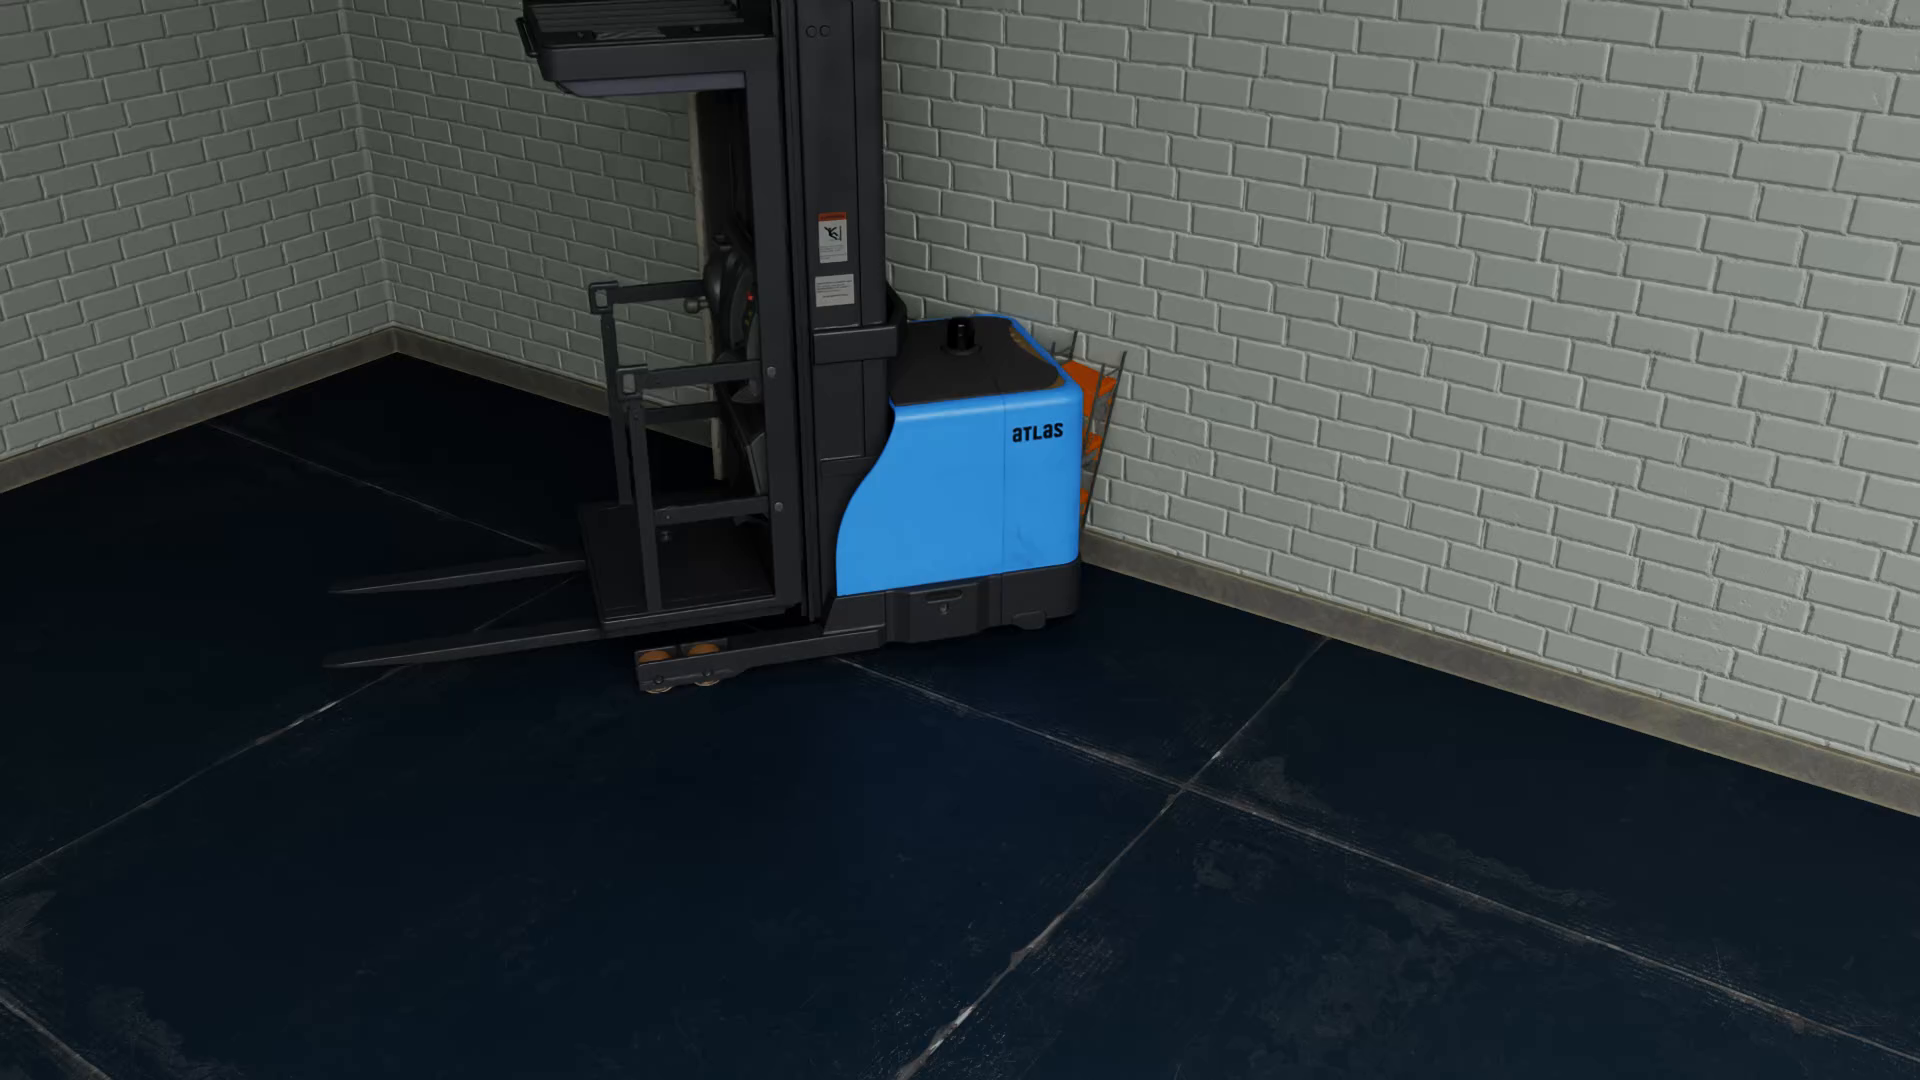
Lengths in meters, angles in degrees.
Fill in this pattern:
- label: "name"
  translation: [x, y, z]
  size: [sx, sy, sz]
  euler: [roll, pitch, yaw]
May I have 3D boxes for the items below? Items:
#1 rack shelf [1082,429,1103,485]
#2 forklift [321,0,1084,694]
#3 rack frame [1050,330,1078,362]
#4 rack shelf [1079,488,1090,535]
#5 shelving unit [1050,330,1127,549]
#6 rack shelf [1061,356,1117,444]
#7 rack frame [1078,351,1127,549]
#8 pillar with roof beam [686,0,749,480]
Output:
- label: "rack shelf"
  translation: [0.458, -0.362, 7.274]
  size: [0.240, 0.259, 0.215]
  euler: [27, 34, 24]
- label: "forklift"
  translation: [-1.068, -0.968, 6.421]
  size: [3.031, 2.935, 1.130]
  euler: [-8, 28, -15]
- label: "rack frame"
  translation: [0.361, -0.421, 7.318]
  size: [0.008, 1.050, 0.200]
  euler: [27, 34, 24]
- label: "rack shelf"
  translation: [0.412, -0.129, 7.417]
  size: [0.240, 0.259, 0.215]
  euler: [27, 34, 24]
- label: "shelving unit"
  translation: [0.460, -0.371, 7.268]
  size: [0.252, 1.050, 0.215]
  euler: [27, 34, 24]
- label: "rack shelf"
  translation: [0.505, -0.601, 7.127]
  size: [0.240, 0.259, 0.215]
  euler: [27, 34, 24]
- label: "rack frame"
  translation: [0.559, -0.321, 7.218]
  size: [0.008, 1.050, 0.200]
  euler: [27, 34, 24]
- label: "pillar with roof beam"
  translation: [-3.427, -2.721, 3.175]
  size: [0.400, 9.000, 9.100]
  euler: [17, 32, 30]
